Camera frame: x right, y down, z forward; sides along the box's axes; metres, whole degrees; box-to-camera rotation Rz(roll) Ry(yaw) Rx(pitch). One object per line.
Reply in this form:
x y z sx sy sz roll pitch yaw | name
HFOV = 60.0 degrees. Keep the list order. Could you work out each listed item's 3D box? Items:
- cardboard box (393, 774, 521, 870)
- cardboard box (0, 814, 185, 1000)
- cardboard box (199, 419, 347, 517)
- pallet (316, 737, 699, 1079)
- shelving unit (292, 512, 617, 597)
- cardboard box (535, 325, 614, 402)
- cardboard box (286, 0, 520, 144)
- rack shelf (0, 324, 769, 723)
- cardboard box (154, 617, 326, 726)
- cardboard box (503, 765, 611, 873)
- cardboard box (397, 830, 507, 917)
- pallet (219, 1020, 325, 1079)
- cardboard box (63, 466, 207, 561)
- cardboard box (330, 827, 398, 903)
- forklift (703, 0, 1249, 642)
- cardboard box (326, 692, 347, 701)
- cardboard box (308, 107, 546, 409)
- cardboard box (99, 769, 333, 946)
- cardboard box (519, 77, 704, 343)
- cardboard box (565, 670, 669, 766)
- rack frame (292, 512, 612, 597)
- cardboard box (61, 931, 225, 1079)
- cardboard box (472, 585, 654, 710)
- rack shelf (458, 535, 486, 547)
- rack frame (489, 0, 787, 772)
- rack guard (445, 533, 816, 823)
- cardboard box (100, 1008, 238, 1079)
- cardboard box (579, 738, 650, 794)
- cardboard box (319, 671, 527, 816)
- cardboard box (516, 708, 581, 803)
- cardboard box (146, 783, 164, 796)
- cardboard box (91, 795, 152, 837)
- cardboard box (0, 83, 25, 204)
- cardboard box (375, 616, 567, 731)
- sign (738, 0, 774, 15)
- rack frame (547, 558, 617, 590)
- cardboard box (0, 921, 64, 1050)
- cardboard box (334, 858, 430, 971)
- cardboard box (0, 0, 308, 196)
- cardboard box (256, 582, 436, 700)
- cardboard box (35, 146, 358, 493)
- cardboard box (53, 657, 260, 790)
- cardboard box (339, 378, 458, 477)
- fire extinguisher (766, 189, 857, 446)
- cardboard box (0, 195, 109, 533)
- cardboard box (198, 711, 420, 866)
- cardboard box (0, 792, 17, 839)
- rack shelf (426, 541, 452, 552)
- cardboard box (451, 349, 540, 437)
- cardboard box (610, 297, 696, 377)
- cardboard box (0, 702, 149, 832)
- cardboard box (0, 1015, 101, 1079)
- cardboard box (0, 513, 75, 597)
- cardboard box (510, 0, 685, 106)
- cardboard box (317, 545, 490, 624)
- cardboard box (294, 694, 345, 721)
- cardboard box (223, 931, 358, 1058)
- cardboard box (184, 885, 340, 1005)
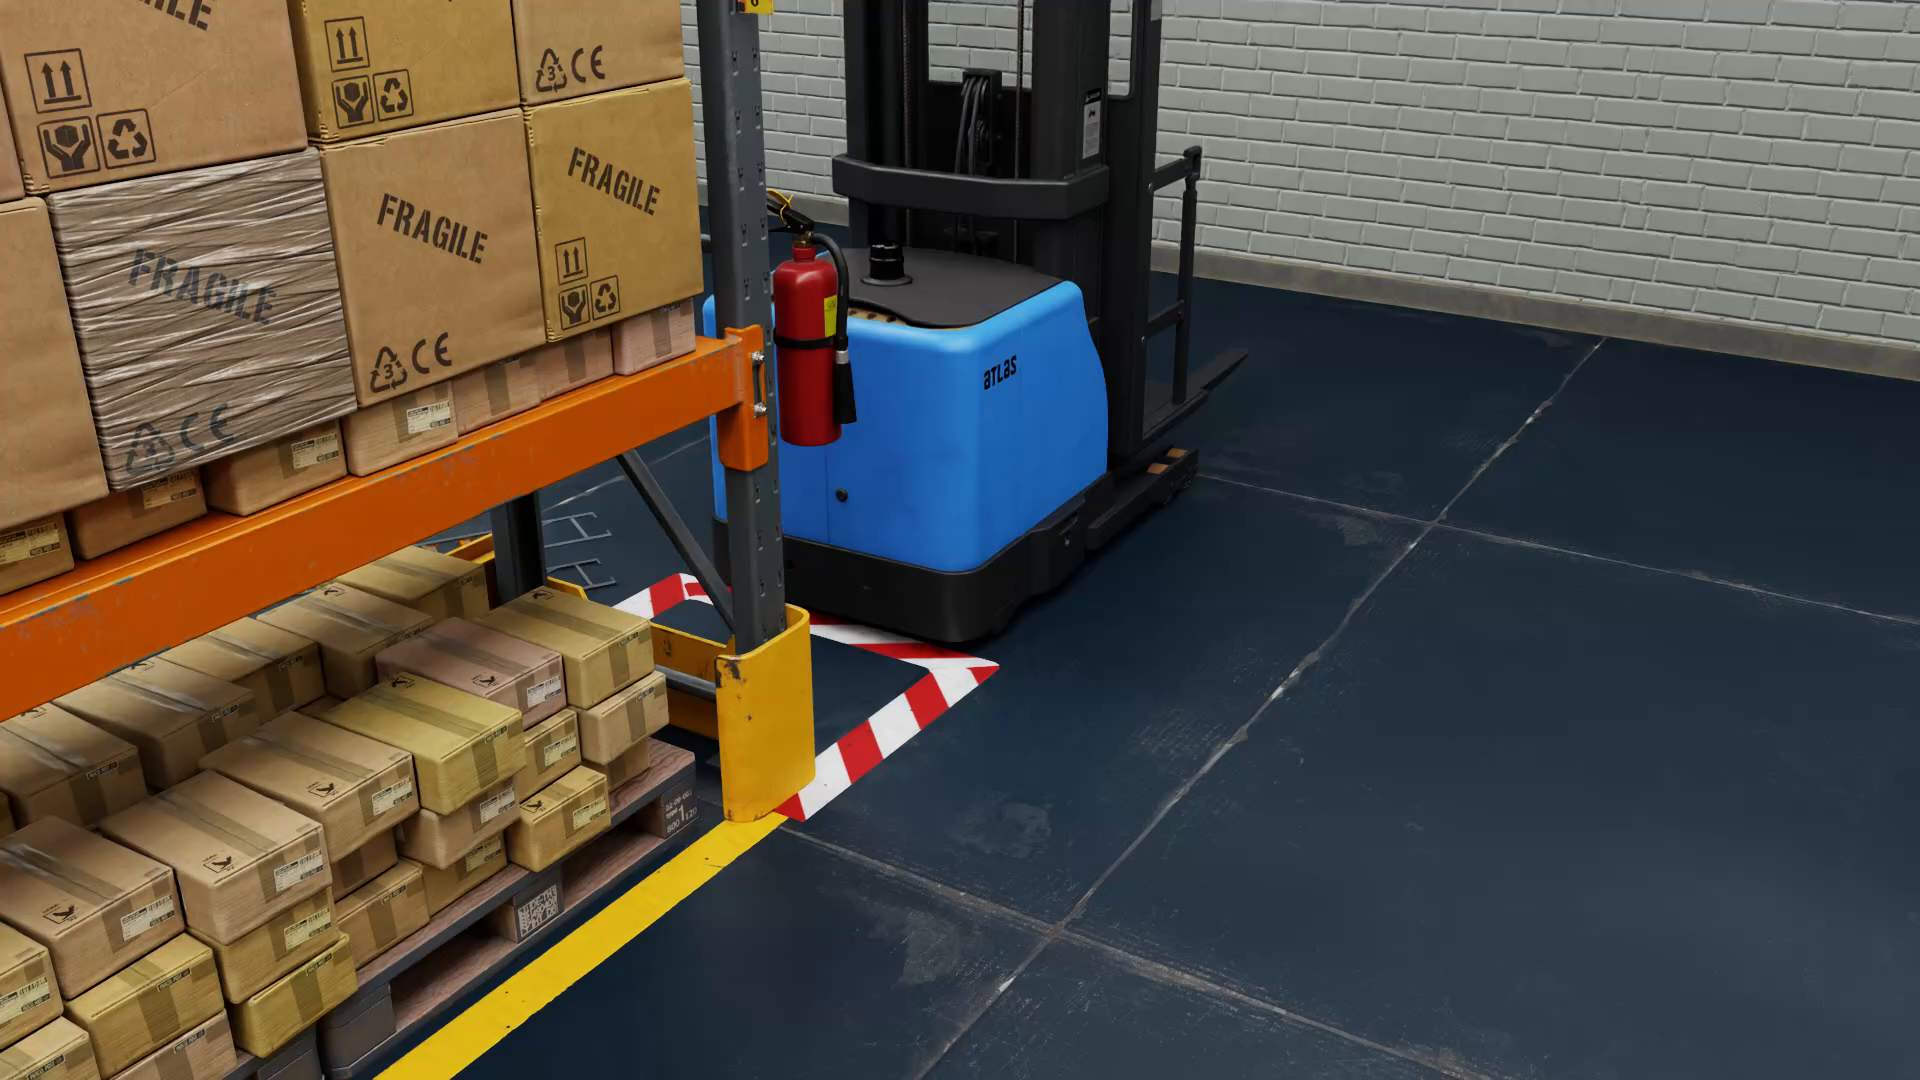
-1.240 0.584 3.812 0.380 0.149 0.250 13 26 27 | cardboard box
-1.723 0.694 3.182 0.380 0.149 0.250 13 27 27 | cardboard box
-1.424 -0.187 3.223 0.380 0.149 0.250 13 26 27 | cardboard box
-1.430 0.763 4.222 1.003 0.211 1.213 14 27 29 | pallet
-1.802 0.138 5.687 1.200 0.189 0.258 -12 26 -25 | shelving unit
-1.026 -0.449 3.827 0.380 0.149 0.250 14 27 29 | cardboard box
-1.228 -1.073 3.194 0.500 0.500 0.500 13 27 27 | cardboard box
-1.986 0.196 2.927 1.077 0.370 4.000 14 27 29 | rack shelf
-1.781 0.315 4.057 0.380 0.149 0.250 14 27 29 | cardboard box
-1.081 0.636 4.066 0.380 0.149 0.250 15 27 31 | cardboard box
-1.294 0.707 3.901 0.380 0.149 0.250 14 27 29 | cardboard box
-2.074 1.173 3.275 1.003 0.211 1.213 14 27 29 | pallet
-1.617 -0.108 3.041 0.380 0.149 0.250 13 26 27 | cardboard box
-1.469 0.653 3.652 0.380 0.149 0.250 14 27 28 | cardboard box
0.309 -1.563 6.172 1.130 2.935 3.031 13 26 27 | forklift
-1.618 0.373 4.297 0.380 0.149 0.250 14 27 29 | cardboard box
-1.226 -0.613 3.391 0.500 0.500 0.500 13 27 28 | cardboard box
-1.490 0.628 3.334 0.380 0.149 0.250 15 28 31 | cardboard box
-0.949 -0.786 3.790 0.500 0.500 0.500 14 27 30 | cardboard box
-0.967 0.408 4.218 0.380 0.149 0.250 13 27 28 | cardboard box
-1.802 0.054 5.651 1.200 0.006 0.240 -12 26 -25 | rack frame
-1.653 0.844 3.211 0.380 0.149 0.250 15 28 32 | cardboard box
-0.995 0.265 4.173 0.380 0.149 0.250 14 27 30 | cardboard box
-1.656 0.108 5.758 0.103 0.180 0.258 -12 26 -25 | rack shelf
-0.931 -0.809 4.344 1.000 3.000 0.127 14 27 29 | rack frame
-0.971 0.364 4.781 1.175 0.500 0.348 14 27 29 | rack guard
-1.655 0.980 3.270 0.380 0.149 0.250 14 27 30 | cardboard box
-1.032 0.528 4.315 0.380 0.149 0.250 14 27 30 | cardboard box
-1.205 0.452 3.741 0.380 0.149 0.250 13 27 28 | cardboard box
-1.151 0.485 4.040 0.380 0.149 0.250 13 27 28 | cardboard box
-1.899 0.538 3.916 0.380 0.149 0.250 15 27 31 | cardboard box
-1.959 0.648 3.663 0.380 0.149 0.250 12 26 26 | cardboard box
-1.771 -0.716 2.370 0.500 0.500 0.500 13 27 27 | cardboard box
-1.176 0.338 4.005 0.380 0.149 0.250 14 27 30 | cardboard box
-0.470 -1.363 3.767 0.100 0.325 0.005 14 27 29 | sign
-1.802 0.222 5.723 1.200 0.006 0.240 -12 26 -25 | rack frame
-1.837 0.788 2.964 0.380 0.149 0.250 14 27 29 | cardboard box
-1.413 0.793 3.703 0.380 0.149 0.250 14 27 29 | cardboard box
-1.495 -0.896 2.784 0.500 0.500 0.500 15 28 32 | cardboard box
-1.539 0.257 4.191 0.380 0.149 0.250 14 27 30 | cardboard box
-1.485 -0.440 2.991 0.500 0.500 0.500 14 27 29 | cardboard box
-1.842 0.416 3.823 0.380 0.149 0.250 12 26 26 | cardboard box
-1.260 -0.270 3.414 0.380 0.149 0.250 15 27 30 | cardboard box
-0.406 -0.591 4.406 0.296 0.674 0.183 14 27 29 | fire extinguisher
-1.757 -0.274 2.607 0.500 0.500 0.500 15 28 32 | cardboard box
-1.395 0.526 3.570 0.380 0.149 0.250 13 26 27 | cardboard box
-2.173 0.587 3.429 0.380 0.149 0.250 14 27 30 | cardboard box
-1.762 0.130 5.706 0.103 0.180 0.258 -12 26 -25 | rack shelf
-1.145 -0.361 3.624 0.380 0.149 0.250 14 27 28 | cardboard box
-0.863 -0.525 4.003 0.380 0.149 0.250 14 27 29 | cardboard box
-1.996 0.508 3.612 0.380 0.149 0.250 15 28 31 | cardboard box
-1.775 0.942 2.983 0.380 0.149 0.250 14 27 29 | cardboard box
-1.743 -0.015 2.826 0.380 0.149 0.250 14 27 30 | cardboard box
-0.961 -1.244 3.589 0.500 0.500 0.500 13 27 28 | cardboard box
-1.496 0.139 4.464 0.380 0.149 0.250 13 26 27 | cardboard box
-1.672 0.475 4.063 0.380 0.149 0.250 14 27 30 | cardboard box
-1.494 0.892 3.473 0.380 0.149 0.250 13 26 27 | cardboard box
-1.502 0.761 3.402 0.380 0.149 0.250 14 27 30 | cardboard box
